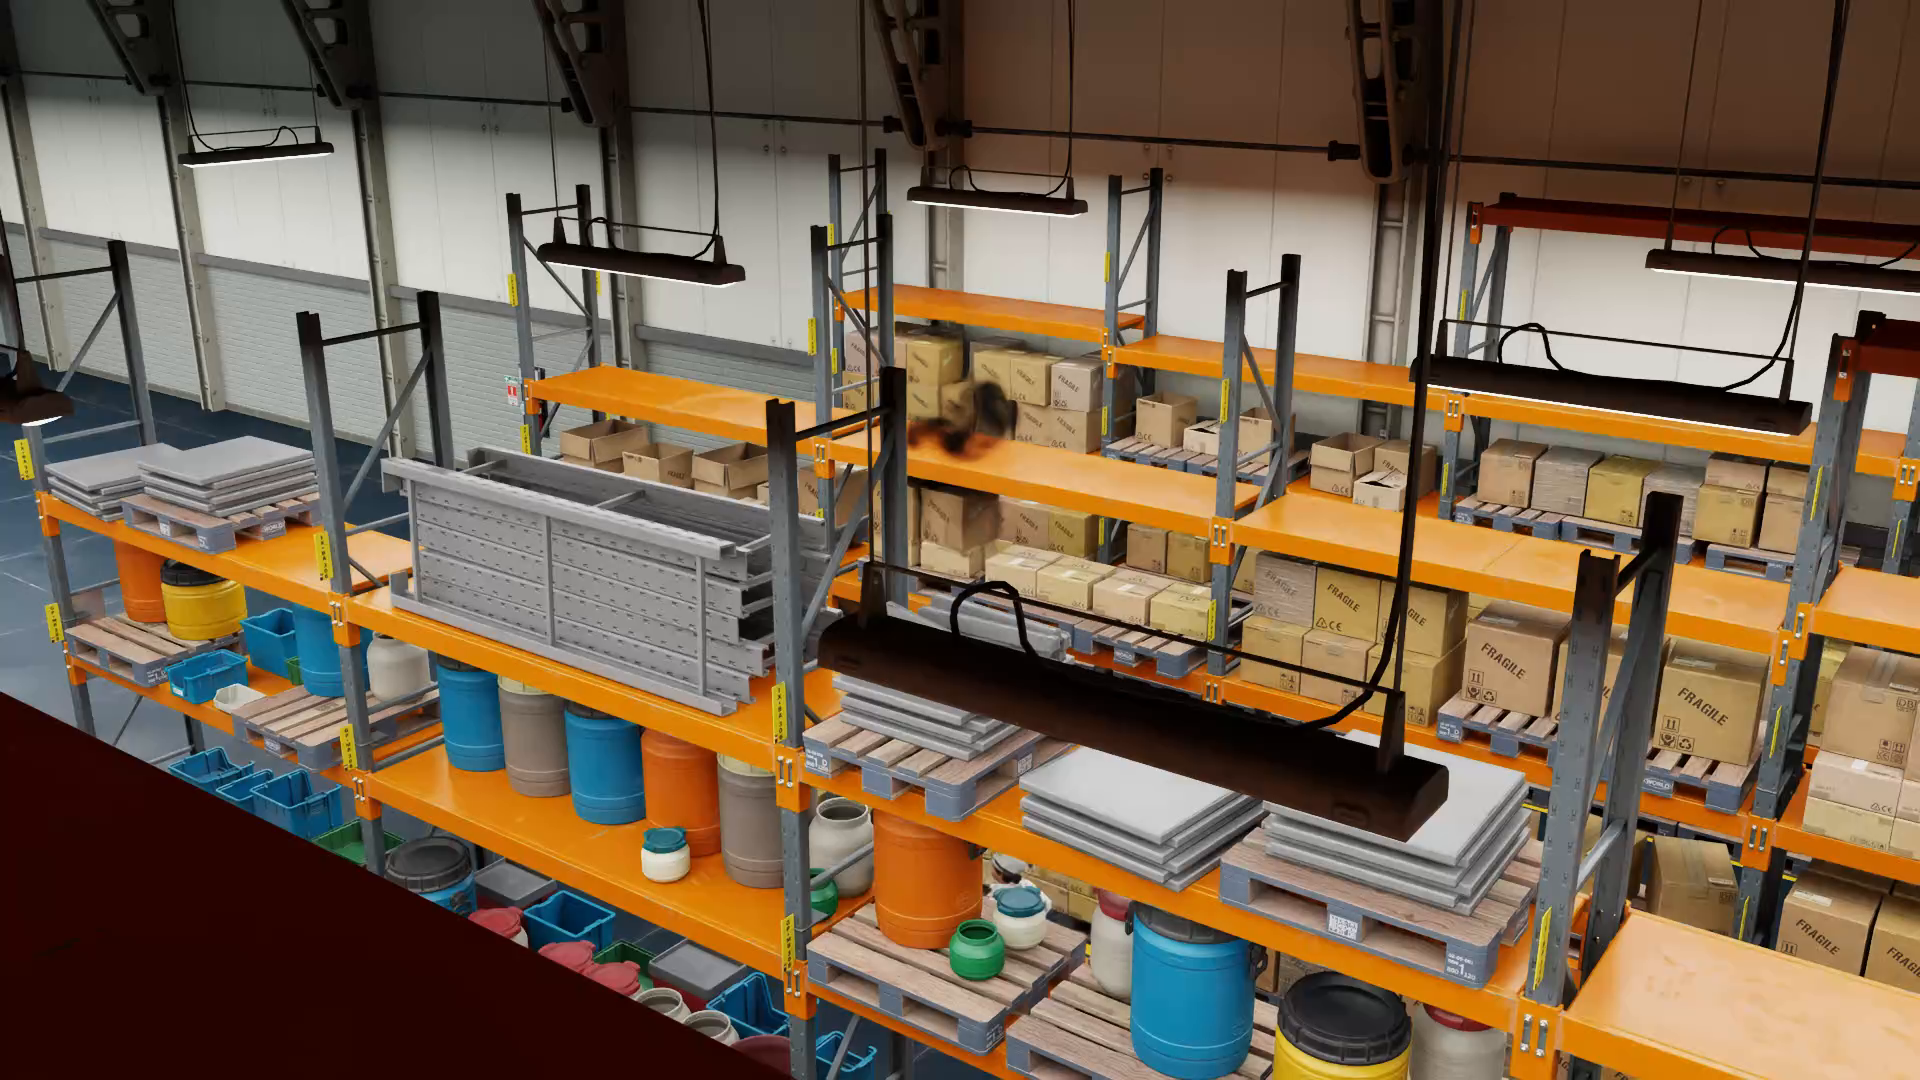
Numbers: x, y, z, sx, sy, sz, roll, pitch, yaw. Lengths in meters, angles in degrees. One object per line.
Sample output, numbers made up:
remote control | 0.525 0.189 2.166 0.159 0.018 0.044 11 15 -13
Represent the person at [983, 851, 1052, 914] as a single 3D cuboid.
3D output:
person | 0.314 3.067 12.419 0.824 1.717 0.599 11 21 30
